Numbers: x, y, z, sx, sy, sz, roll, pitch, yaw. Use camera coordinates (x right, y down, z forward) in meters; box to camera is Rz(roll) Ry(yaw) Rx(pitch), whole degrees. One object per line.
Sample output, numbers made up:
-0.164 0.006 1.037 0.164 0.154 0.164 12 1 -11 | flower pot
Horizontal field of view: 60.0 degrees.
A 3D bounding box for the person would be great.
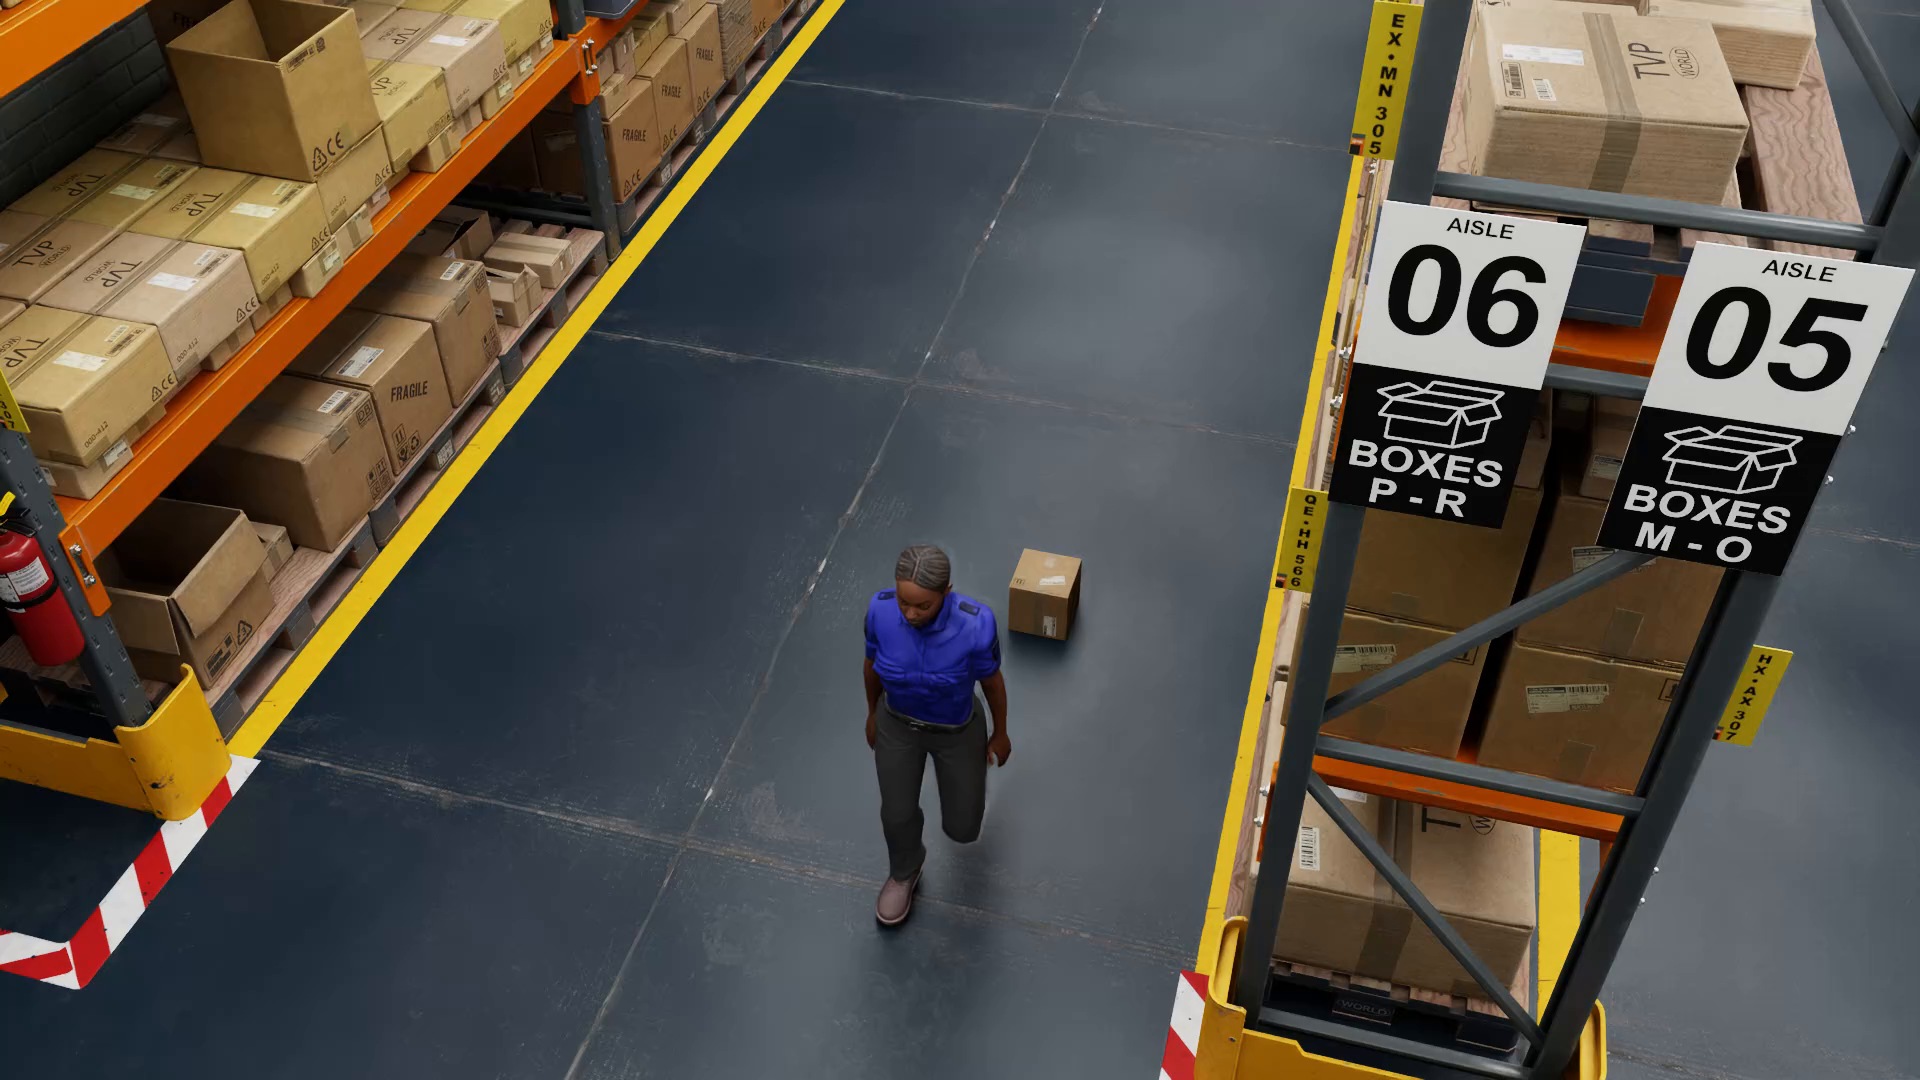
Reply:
-0.069 0.575 5.473 0.496 1.645 0.580 9 42 10 | person
